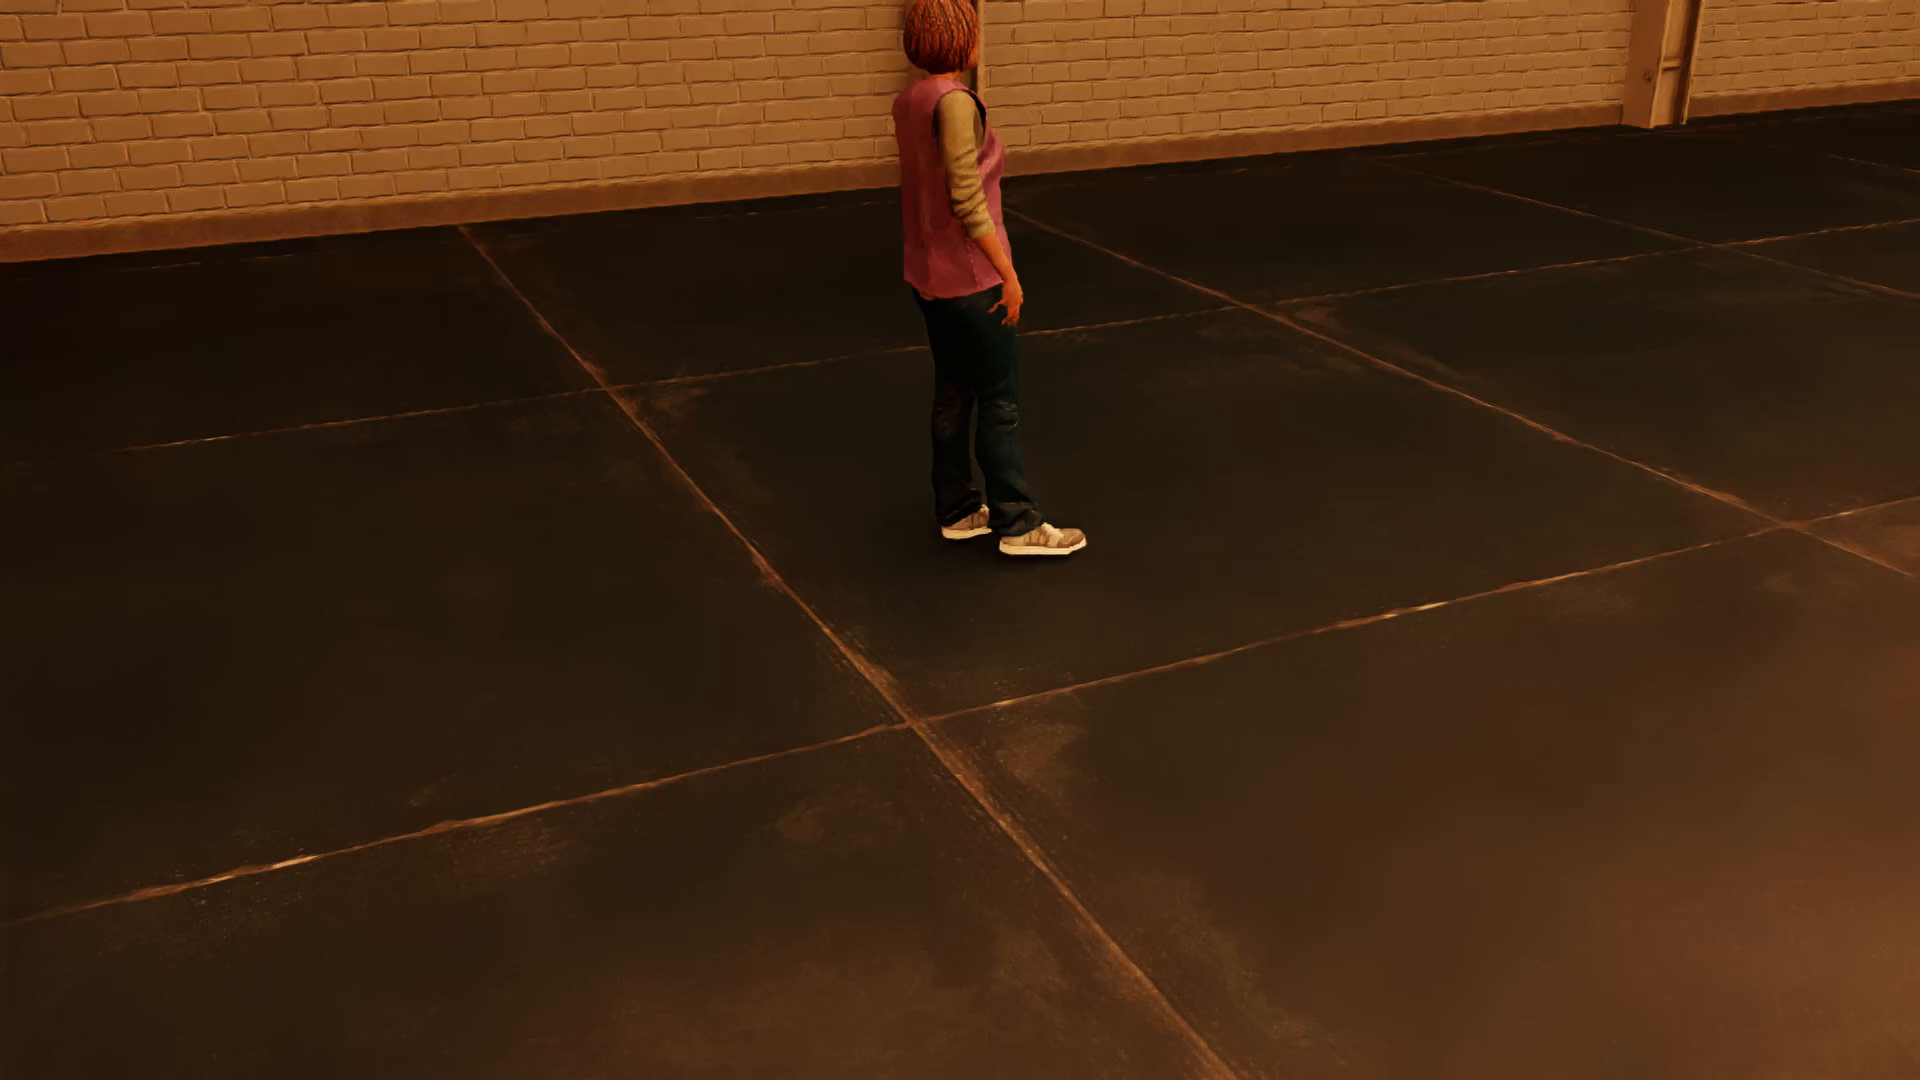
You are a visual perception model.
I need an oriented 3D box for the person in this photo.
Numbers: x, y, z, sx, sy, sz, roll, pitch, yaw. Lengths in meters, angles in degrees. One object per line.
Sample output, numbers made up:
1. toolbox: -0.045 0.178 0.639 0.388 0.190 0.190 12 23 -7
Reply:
1. person: 0.073 -0.751 4.815 0.474 1.597 0.520 -10 25 -23
